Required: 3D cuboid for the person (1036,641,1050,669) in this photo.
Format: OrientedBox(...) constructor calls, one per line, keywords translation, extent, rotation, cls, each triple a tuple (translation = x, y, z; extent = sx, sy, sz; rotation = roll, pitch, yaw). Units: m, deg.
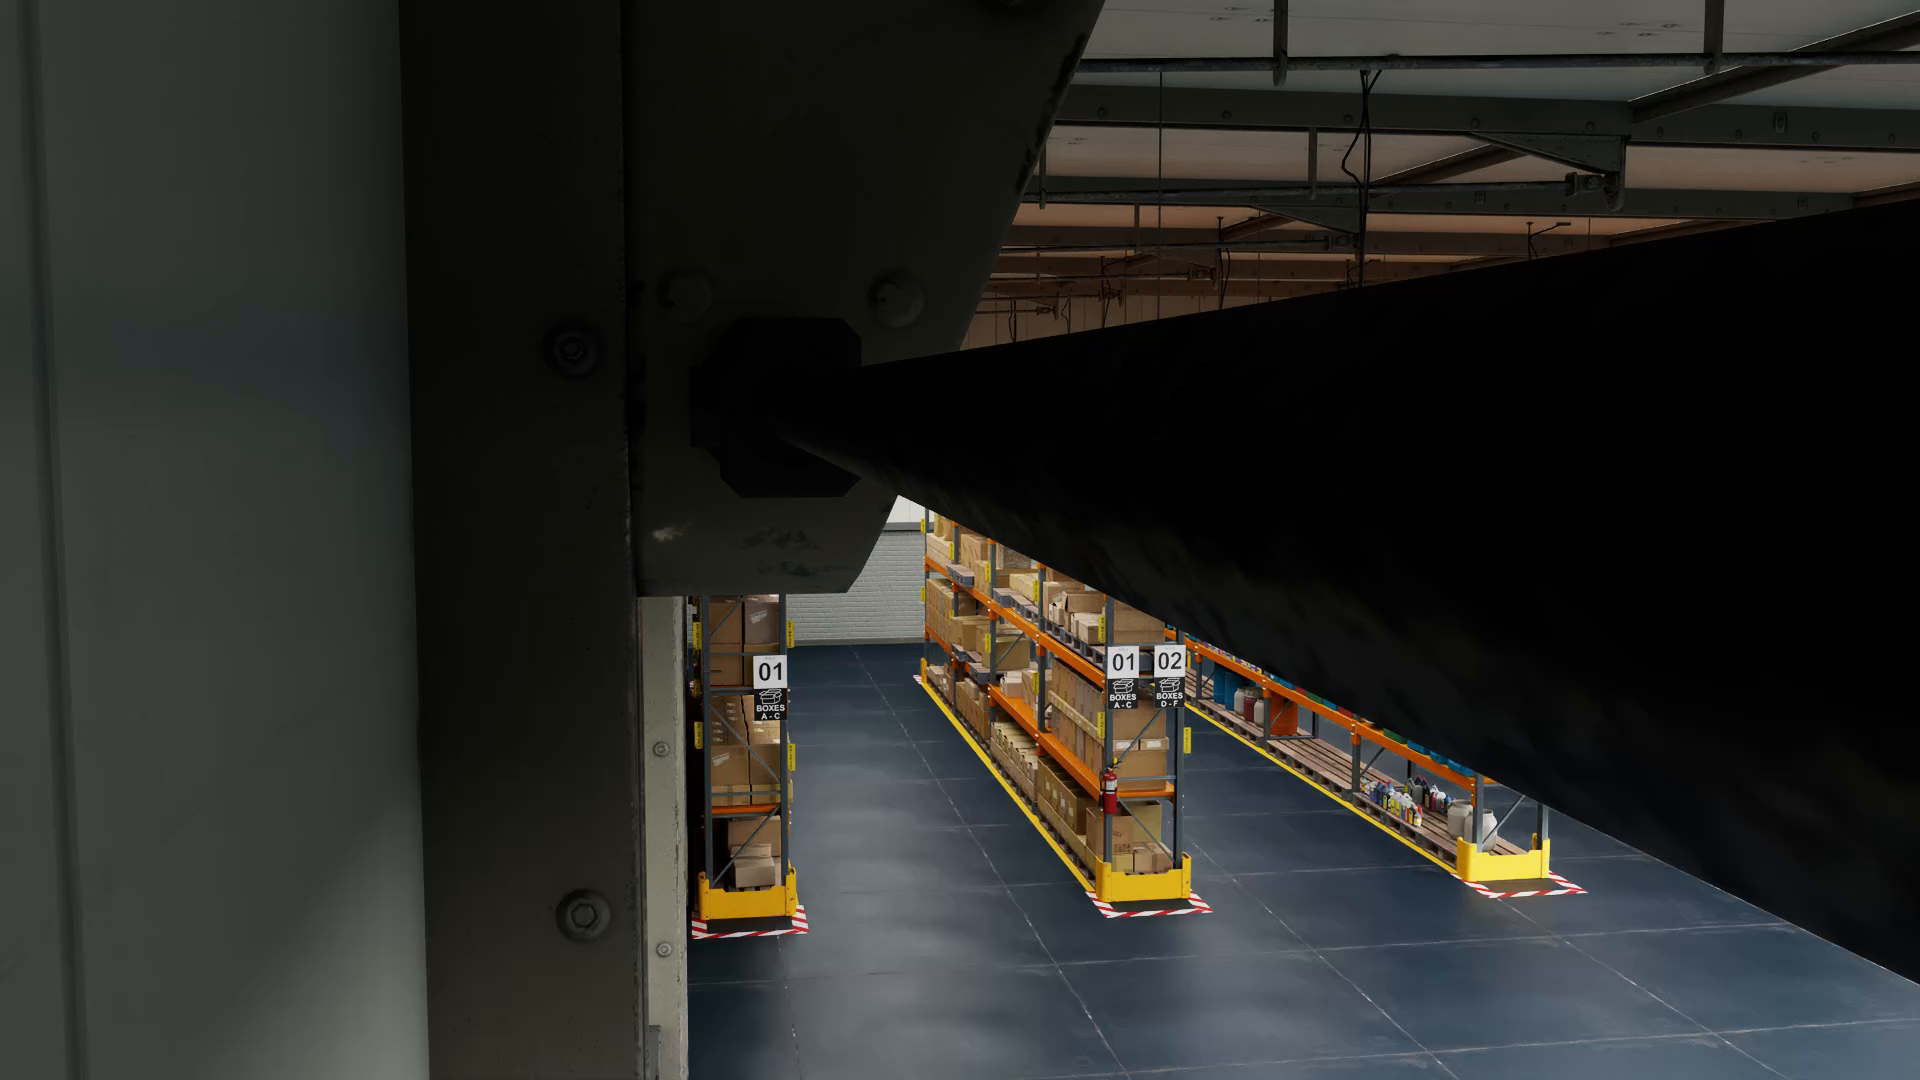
OrientedBox(translation=(1.780, 2.053, 35.876), extent=(0.663, 1.801, 0.833), rotation=(-2, 5, -17), cls="person")
